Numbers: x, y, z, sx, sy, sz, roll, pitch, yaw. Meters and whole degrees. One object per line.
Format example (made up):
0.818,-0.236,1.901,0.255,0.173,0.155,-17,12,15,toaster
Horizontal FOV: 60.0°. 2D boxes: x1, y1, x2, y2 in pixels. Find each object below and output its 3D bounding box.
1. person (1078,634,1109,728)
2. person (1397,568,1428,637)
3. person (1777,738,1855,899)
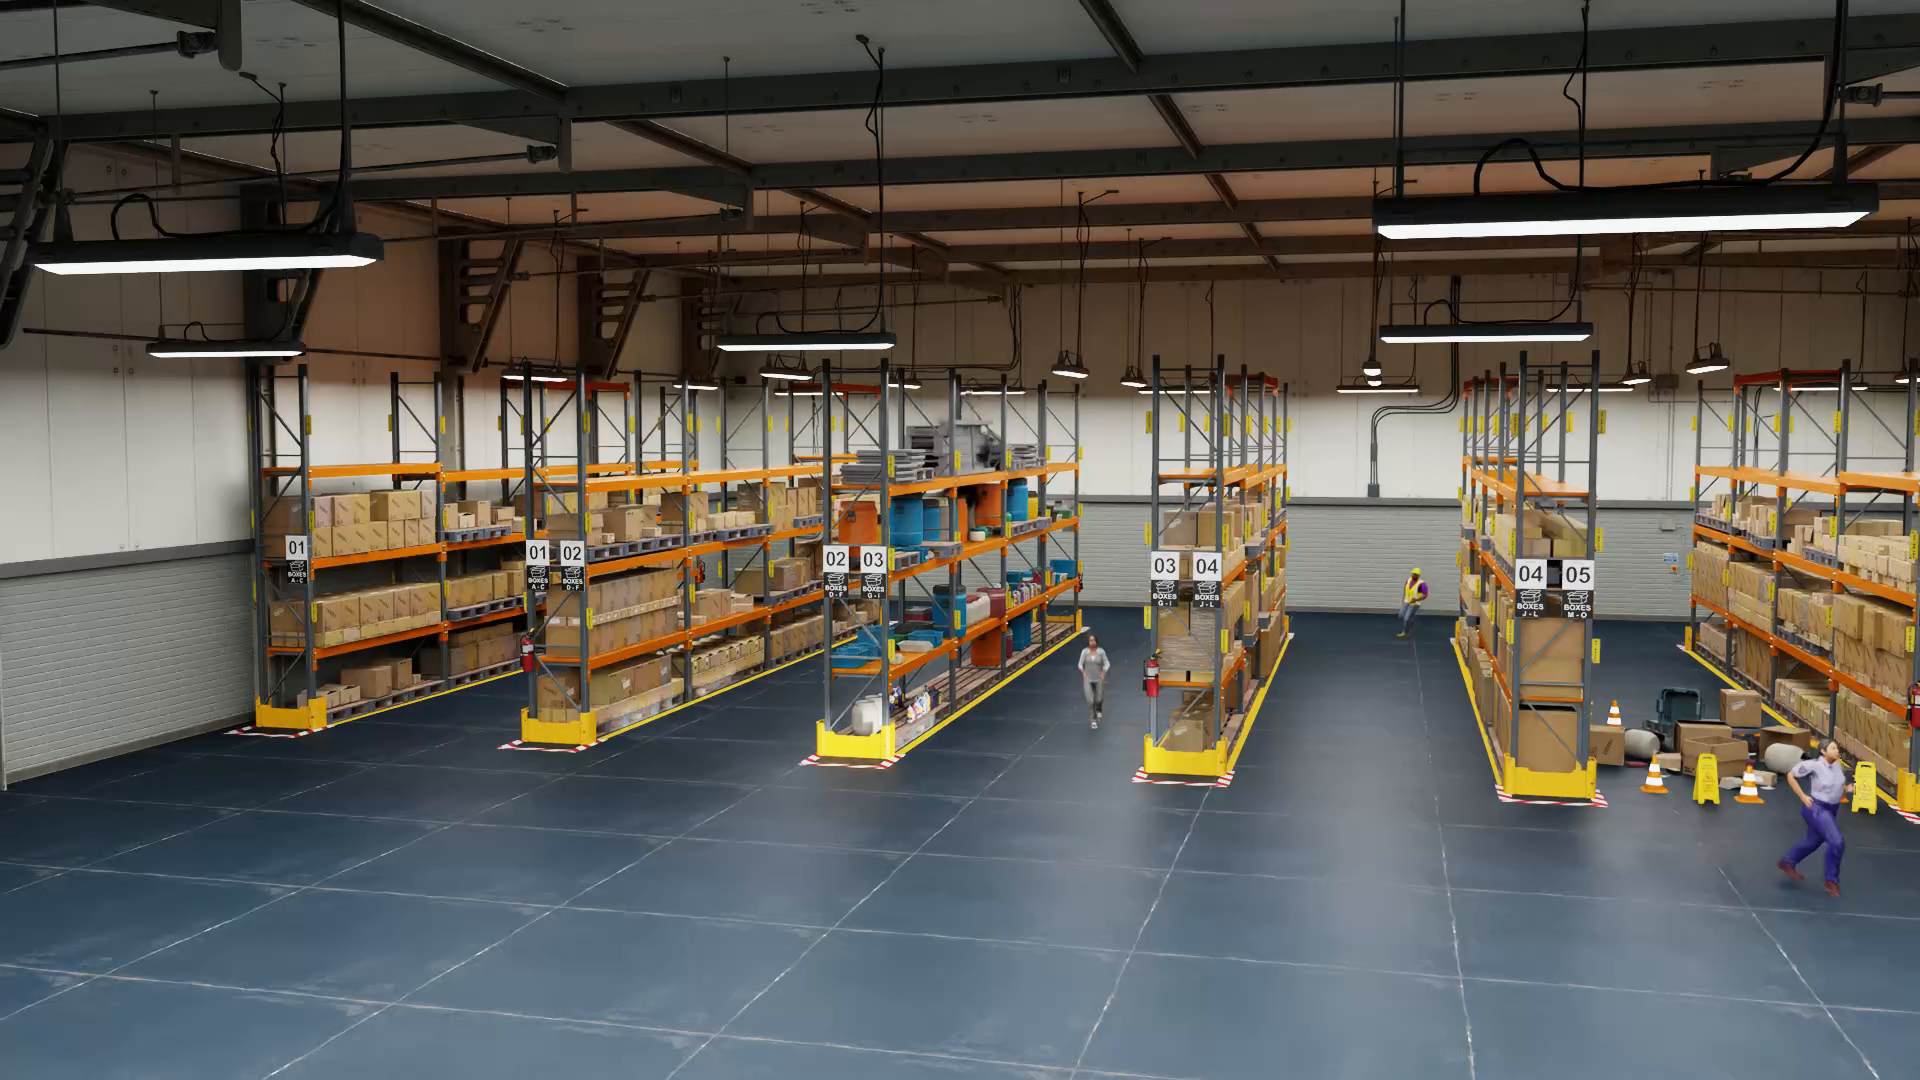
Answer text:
2.193,2.334,27.340,0.512,1.534,0.532,0,4,6,person
10.663,1.476,39.074,0.597,1.666,0.760,-3,5,-35,person
9.235,2.967,17.952,0.579,1.702,0.808,-3,5,-35,person
